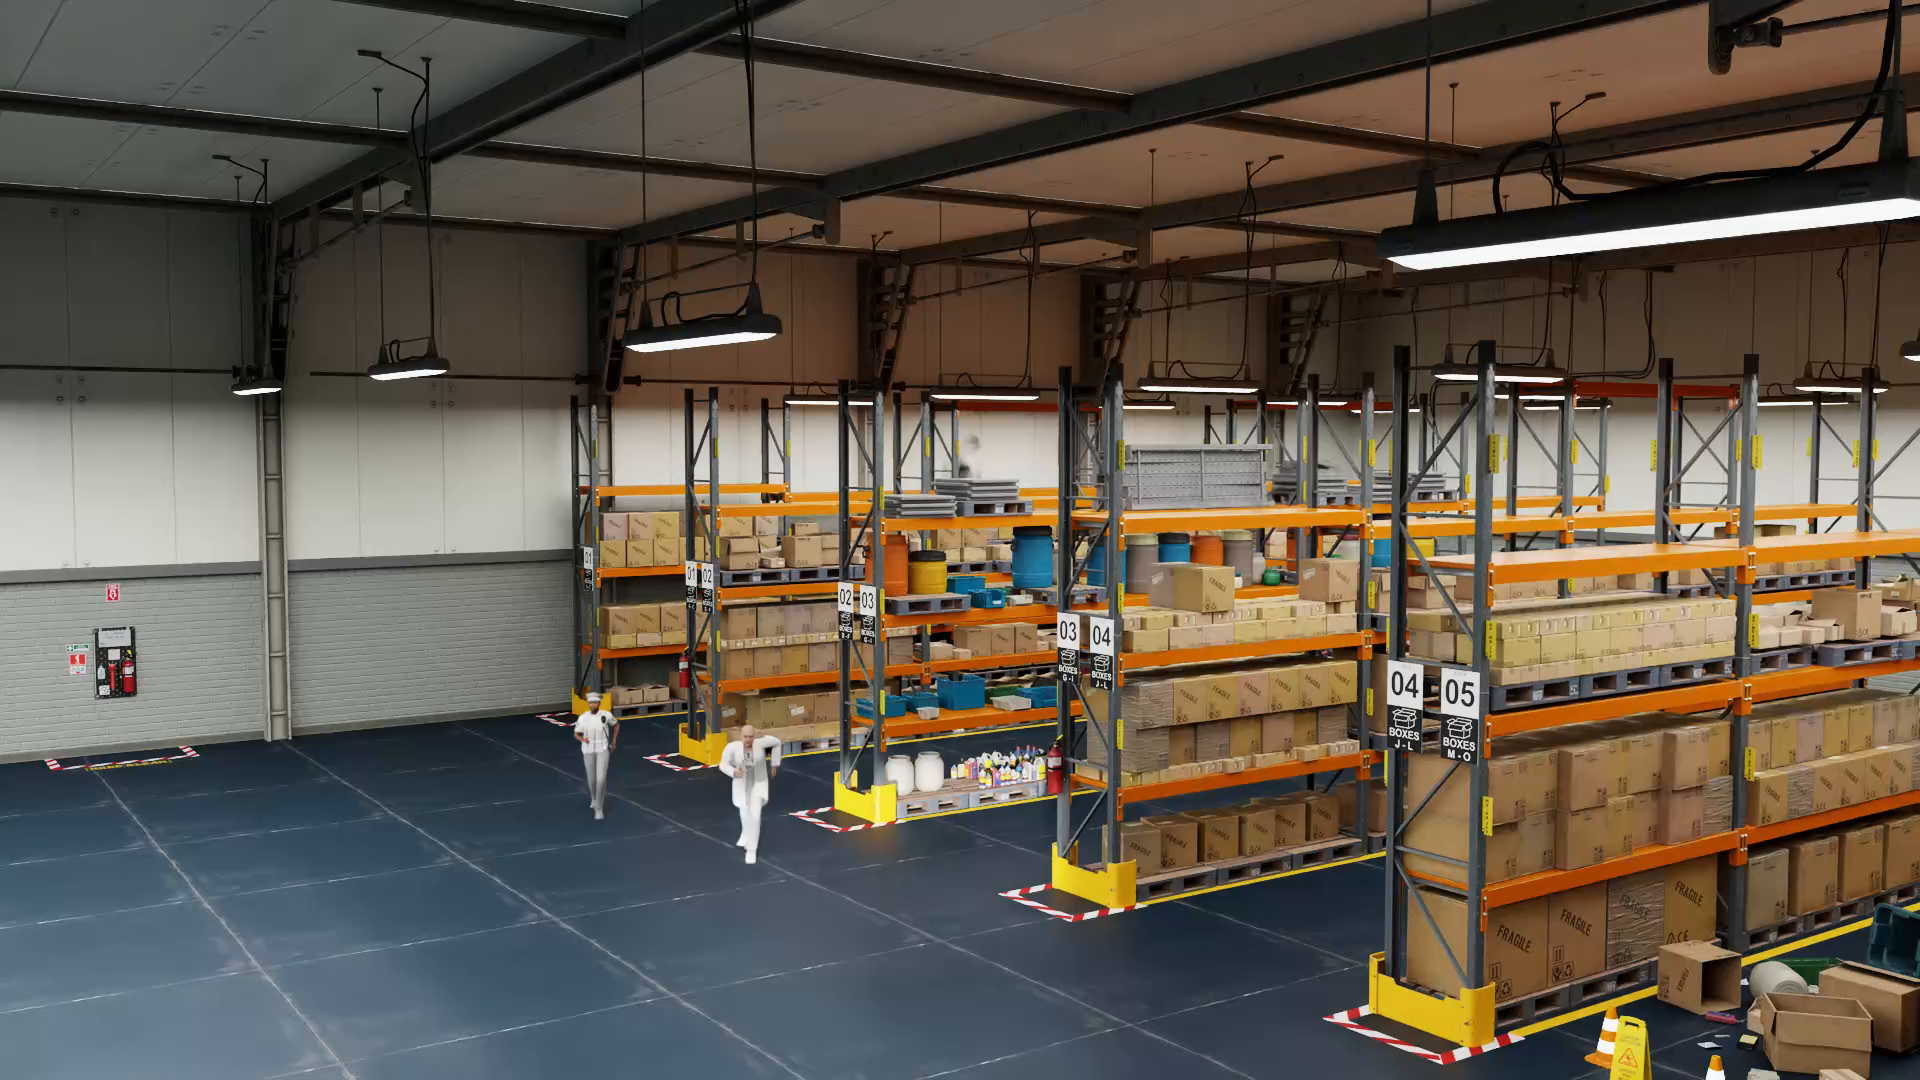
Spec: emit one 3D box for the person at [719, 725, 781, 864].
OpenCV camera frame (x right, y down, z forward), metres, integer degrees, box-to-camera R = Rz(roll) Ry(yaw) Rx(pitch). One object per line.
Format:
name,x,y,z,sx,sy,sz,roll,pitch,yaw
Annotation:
person,-2.596,3.106,20.615,0.746,1.759,1.078,0,3,-5

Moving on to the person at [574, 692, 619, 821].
person,-5.011,2.955,22.912,0.581,1.747,0.759,0,3,-2
